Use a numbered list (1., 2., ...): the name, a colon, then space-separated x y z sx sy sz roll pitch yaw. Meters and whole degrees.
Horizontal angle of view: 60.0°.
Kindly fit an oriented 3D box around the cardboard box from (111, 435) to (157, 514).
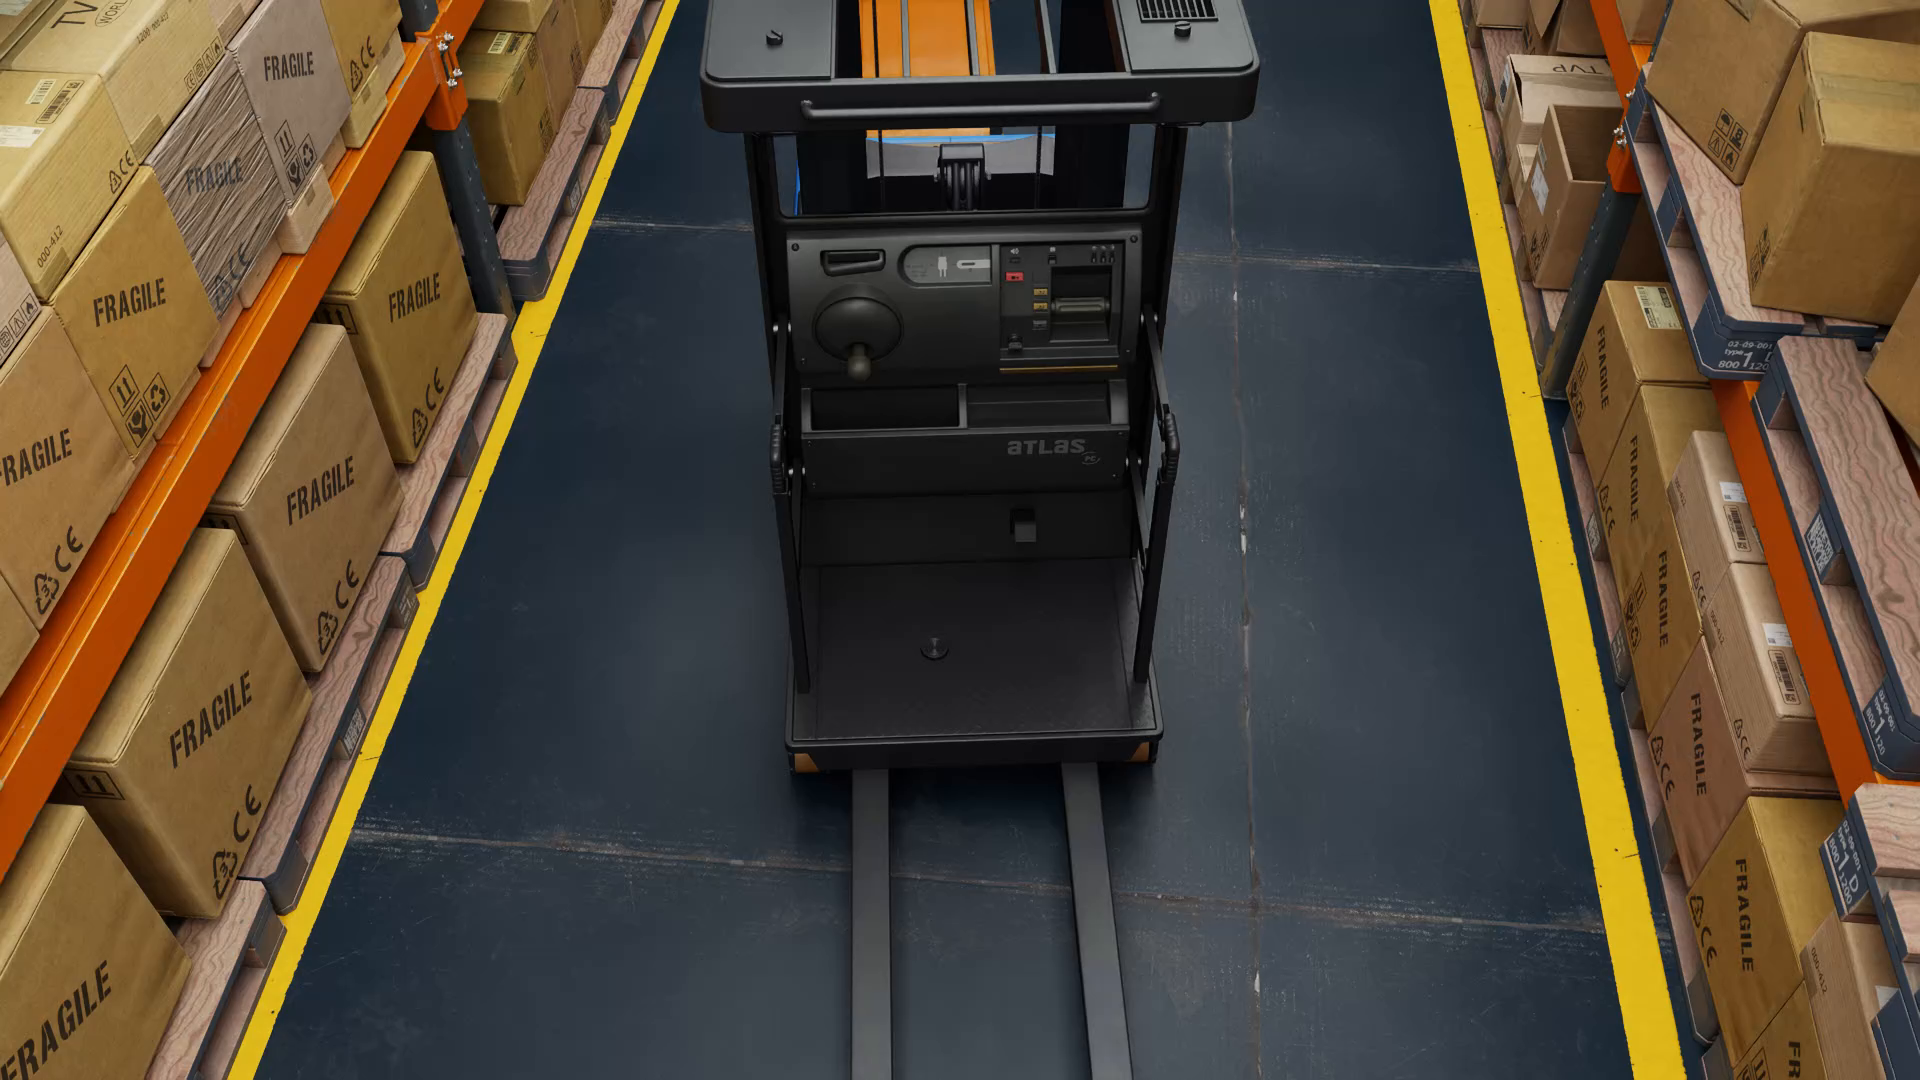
1. cardboard box: -2.223 -0.214 4.070 0.380 0.149 0.250 4 48 4

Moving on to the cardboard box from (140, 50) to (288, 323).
1. cardboard box: -2.130 -0.918 4.274 0.500 0.500 0.500 4 48 4

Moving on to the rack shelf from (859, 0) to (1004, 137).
1. rack shelf: -0.126 -1.643 6.094 0.538 0.278 1.000 -2 48 -1

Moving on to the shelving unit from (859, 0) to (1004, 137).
1. shelving unit: -0.126 -1.446 6.310 0.538 1.125 1.048 -2 48 -1

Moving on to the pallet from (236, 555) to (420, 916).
1. pallet: -2.352 0.535 5.118 1.003 0.211 1.213 4 48 4

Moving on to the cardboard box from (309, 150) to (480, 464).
1. cardboard box: -2.178 -0.807 5.628 0.750 0.750 0.750 4 48 4

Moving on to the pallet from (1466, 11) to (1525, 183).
1. pallet: 2.858 -2.009 7.445 1.003 0.211 1.213 4 48 4

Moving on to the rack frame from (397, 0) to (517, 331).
1. rack frame: -2.248 -1.878 5.434 1.000 3.000 0.127 4 48 4

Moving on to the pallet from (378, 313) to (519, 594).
1. pallet: -2.243 -0.364 5.940 1.003 0.211 1.213 4 48 4

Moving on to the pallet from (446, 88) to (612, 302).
1. pallet: -2.101 -1.490 6.970 1.003 0.211 1.213 4 48 4

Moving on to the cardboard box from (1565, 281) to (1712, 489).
1. cardboard box: 2.399 -0.513 5.582 0.500 0.500 0.500 2 48 2

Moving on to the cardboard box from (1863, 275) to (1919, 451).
1. cardboard box: 2.586 -0.420 3.749 0.700 0.500 0.500 -7 48 -6

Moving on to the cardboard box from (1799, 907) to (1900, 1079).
1. cardboard box: 2.173 1.090 3.608 0.500 0.250 0.500 6 48 5

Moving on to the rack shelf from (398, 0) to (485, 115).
1. rack shelf: -2.066 -3.104 7.044 1.077 0.370 4.000 4 48 4

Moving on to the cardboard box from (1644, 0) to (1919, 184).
1. cardboard box: 2.420 -1.390 4.636 0.700 0.500 0.500 -11 48 -10

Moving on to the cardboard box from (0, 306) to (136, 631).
1. cardboard box: -2.210 -0.168 3.588 0.500 0.500 0.500 4 48 3

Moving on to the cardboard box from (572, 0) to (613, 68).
1. cardboard box: -1.979 -2.464 7.380 0.700 0.500 0.500 5 48 4

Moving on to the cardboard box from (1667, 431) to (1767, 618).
1. cardboard box: 2.308 -0.031 4.633 0.500 0.250 0.500 4 48 4

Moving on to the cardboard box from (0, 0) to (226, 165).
1. cardboard box: -2.138 -1.161 3.988 0.500 0.250 0.500 5 48 4

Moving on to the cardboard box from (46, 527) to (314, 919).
1. cardboard box: -2.328 0.471 4.459 0.750 0.750 0.750 4 48 3

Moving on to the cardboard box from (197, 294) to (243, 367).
1. cardboard box: -2.156 -0.601 4.424 0.380 0.149 0.250 3 48 2

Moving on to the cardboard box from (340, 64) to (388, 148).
1. cardboard box: -1.996 -1.345 5.104 0.380 0.149 0.250 5 48 4

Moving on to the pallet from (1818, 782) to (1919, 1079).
1. pallet: 2.313 0.954 2.975 1.213 0.211 1.003 4 48 4

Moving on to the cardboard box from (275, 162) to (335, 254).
1. cardboard box: -2.030 -0.960 4.752 0.380 0.149 0.250 4 48 4

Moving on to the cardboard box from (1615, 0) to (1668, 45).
1. cardboard box: 2.476 -1.965 5.447 0.500 0.500 0.500 5 48 4

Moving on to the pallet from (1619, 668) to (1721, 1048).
1. pallet: 2.541 0.893 4.790 1.003 0.211 1.213 4 48 4

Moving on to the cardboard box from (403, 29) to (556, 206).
1. cardboard box: -2.078 -1.718 6.698 0.700 0.500 0.500 4 48 4

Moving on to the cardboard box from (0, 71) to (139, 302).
1. cardboard box: -2.184 -0.787 3.646 0.500 0.250 0.500 3 48 3

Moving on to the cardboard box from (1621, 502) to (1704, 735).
1. cardboard box: 2.308 0.247 4.888 0.500 0.500 0.500 4 48 4

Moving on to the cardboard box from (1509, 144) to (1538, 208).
1. cardboard box: 2.429 -1.451 6.678 0.380 0.149 0.250 4 48 4

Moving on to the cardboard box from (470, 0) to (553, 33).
1. cardboard box: -1.865 -2.177 6.678 0.380 0.149 0.250 5 48 5

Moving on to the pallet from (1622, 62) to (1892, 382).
1. pallet: 2.504 -0.902 4.673 1.003 0.211 1.213 4 48 4

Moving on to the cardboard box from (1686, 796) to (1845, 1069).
1. cardboard box: 2.220 1.004 4.195 0.500 0.500 0.500 2 48 2

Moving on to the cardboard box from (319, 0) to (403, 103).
1. cardboard box: -2.039 -1.662 4.955 0.500 0.500 0.500 3 48 3

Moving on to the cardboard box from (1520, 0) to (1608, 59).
1. cardboard box: 2.852 -2.234 7.154 0.797 0.503 0.637 4 48 4

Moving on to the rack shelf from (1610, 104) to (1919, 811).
1. rack shelf: 2.503 0.165 4.054 1.077 0.370 4.000 4 48 4

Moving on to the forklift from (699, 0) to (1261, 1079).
1. forklift: 0.025 -0.527 4.246 1.130 2.935 3.031 -2 48 -2
